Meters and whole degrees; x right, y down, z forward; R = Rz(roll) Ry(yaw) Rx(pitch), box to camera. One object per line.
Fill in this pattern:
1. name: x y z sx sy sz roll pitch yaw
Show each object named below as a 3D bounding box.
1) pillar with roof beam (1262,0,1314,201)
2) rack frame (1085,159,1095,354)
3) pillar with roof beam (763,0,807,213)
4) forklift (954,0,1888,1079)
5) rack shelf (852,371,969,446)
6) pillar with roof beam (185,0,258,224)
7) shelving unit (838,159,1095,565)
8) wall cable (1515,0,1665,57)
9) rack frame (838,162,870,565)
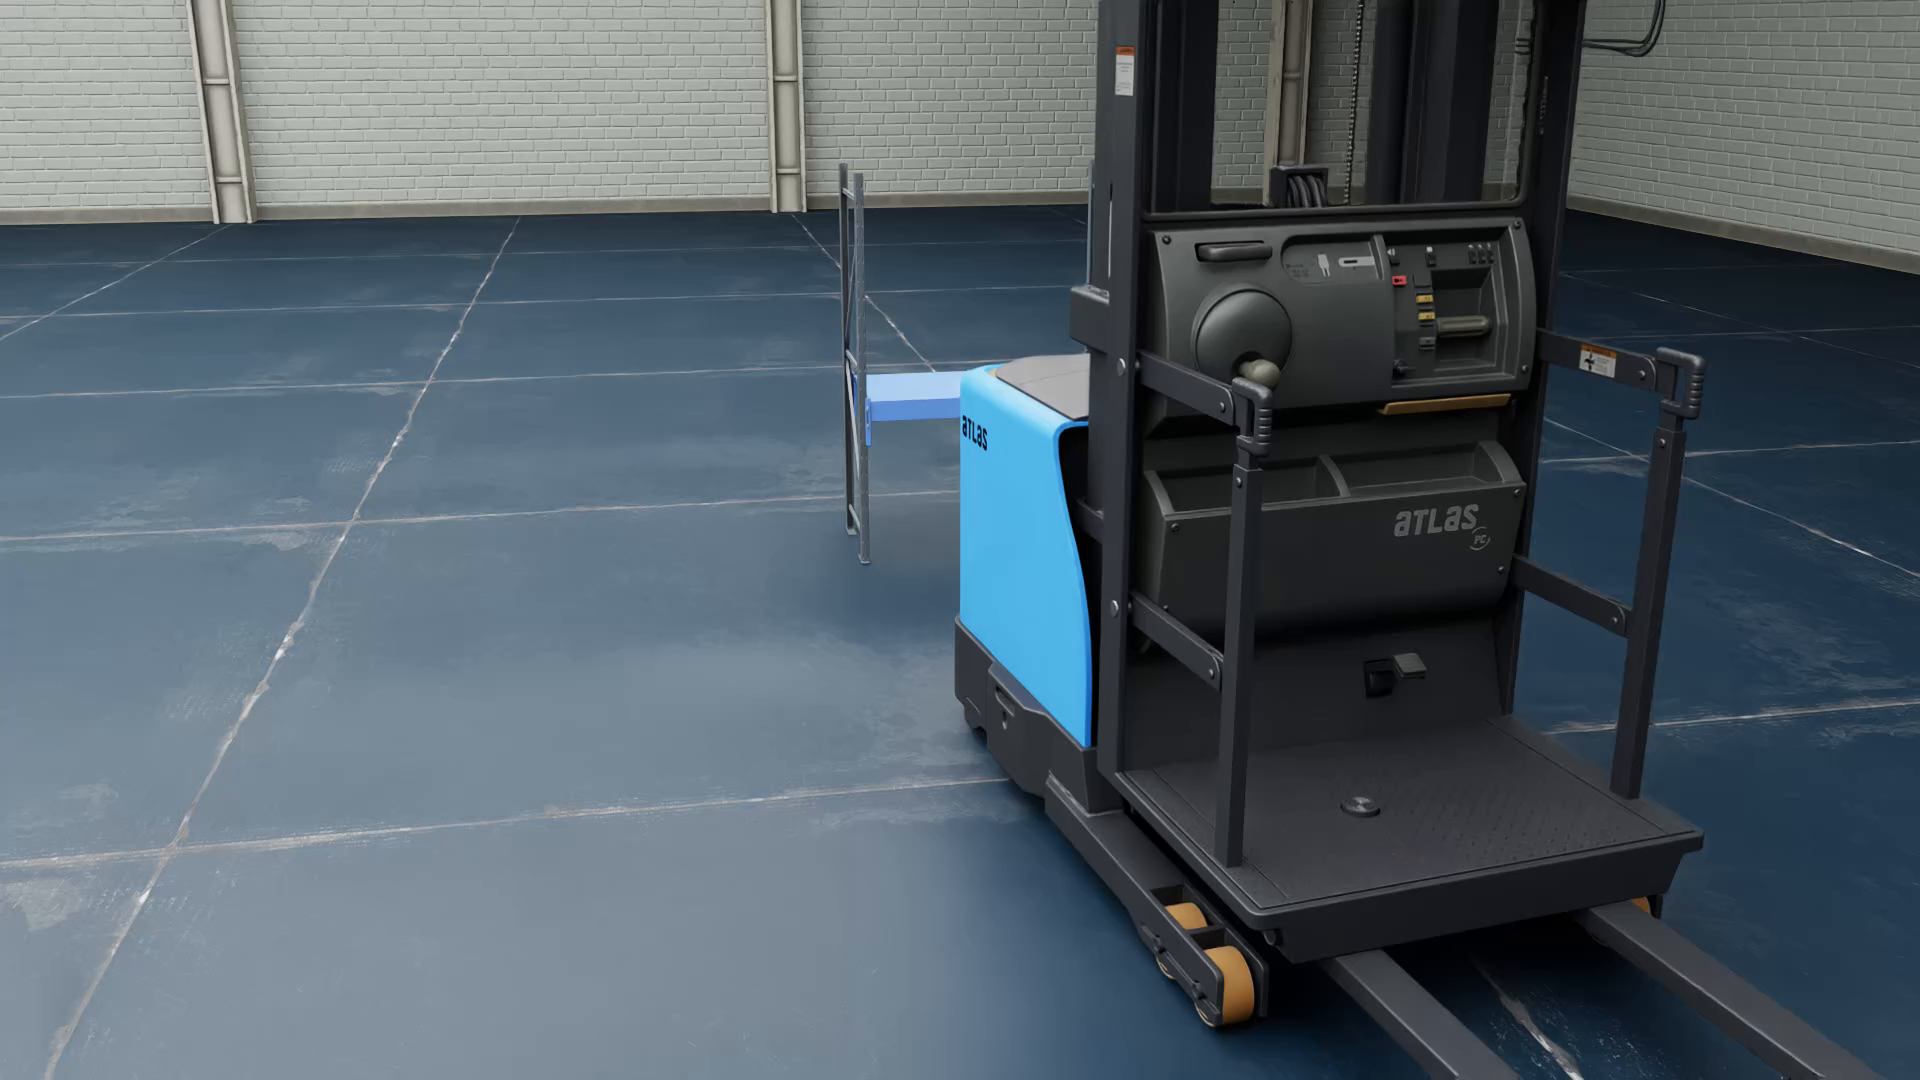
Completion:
1. pillar with roof beam: 4.733 -7.188 14.889 0.400 9.000 9.100 -3 17 -10
2. rack frame: 0.583 -0.750 6.699 0.032 1.500 0.500 -3 17 -10
3. pillar with roof beam: -1.158 -6.854 13.801 0.400 9.000 9.100 -3 17 -10
4. forklift: 0.935 -0.514 3.492 1.130 2.935 3.031 -6 18 -18
5. rack shelf: 0.084 -0.550 6.660 1.000 0.185 0.538 -3 17 -10
6. pillar with roof beam: -7.049 -6.520 12.713 0.400 9.000 9.100 -3 17 -10
7. shelving unit: 0.084 -0.722 6.607 1.048 1.500 0.538 -3 17 -10
8. wall cable: 7.059 -6.728 18.679 0.112 2.526 3.097 -3 17 -10
9. rack frame: -0.415 -0.693 6.515 0.032 1.500 0.500 -3 17 -10
